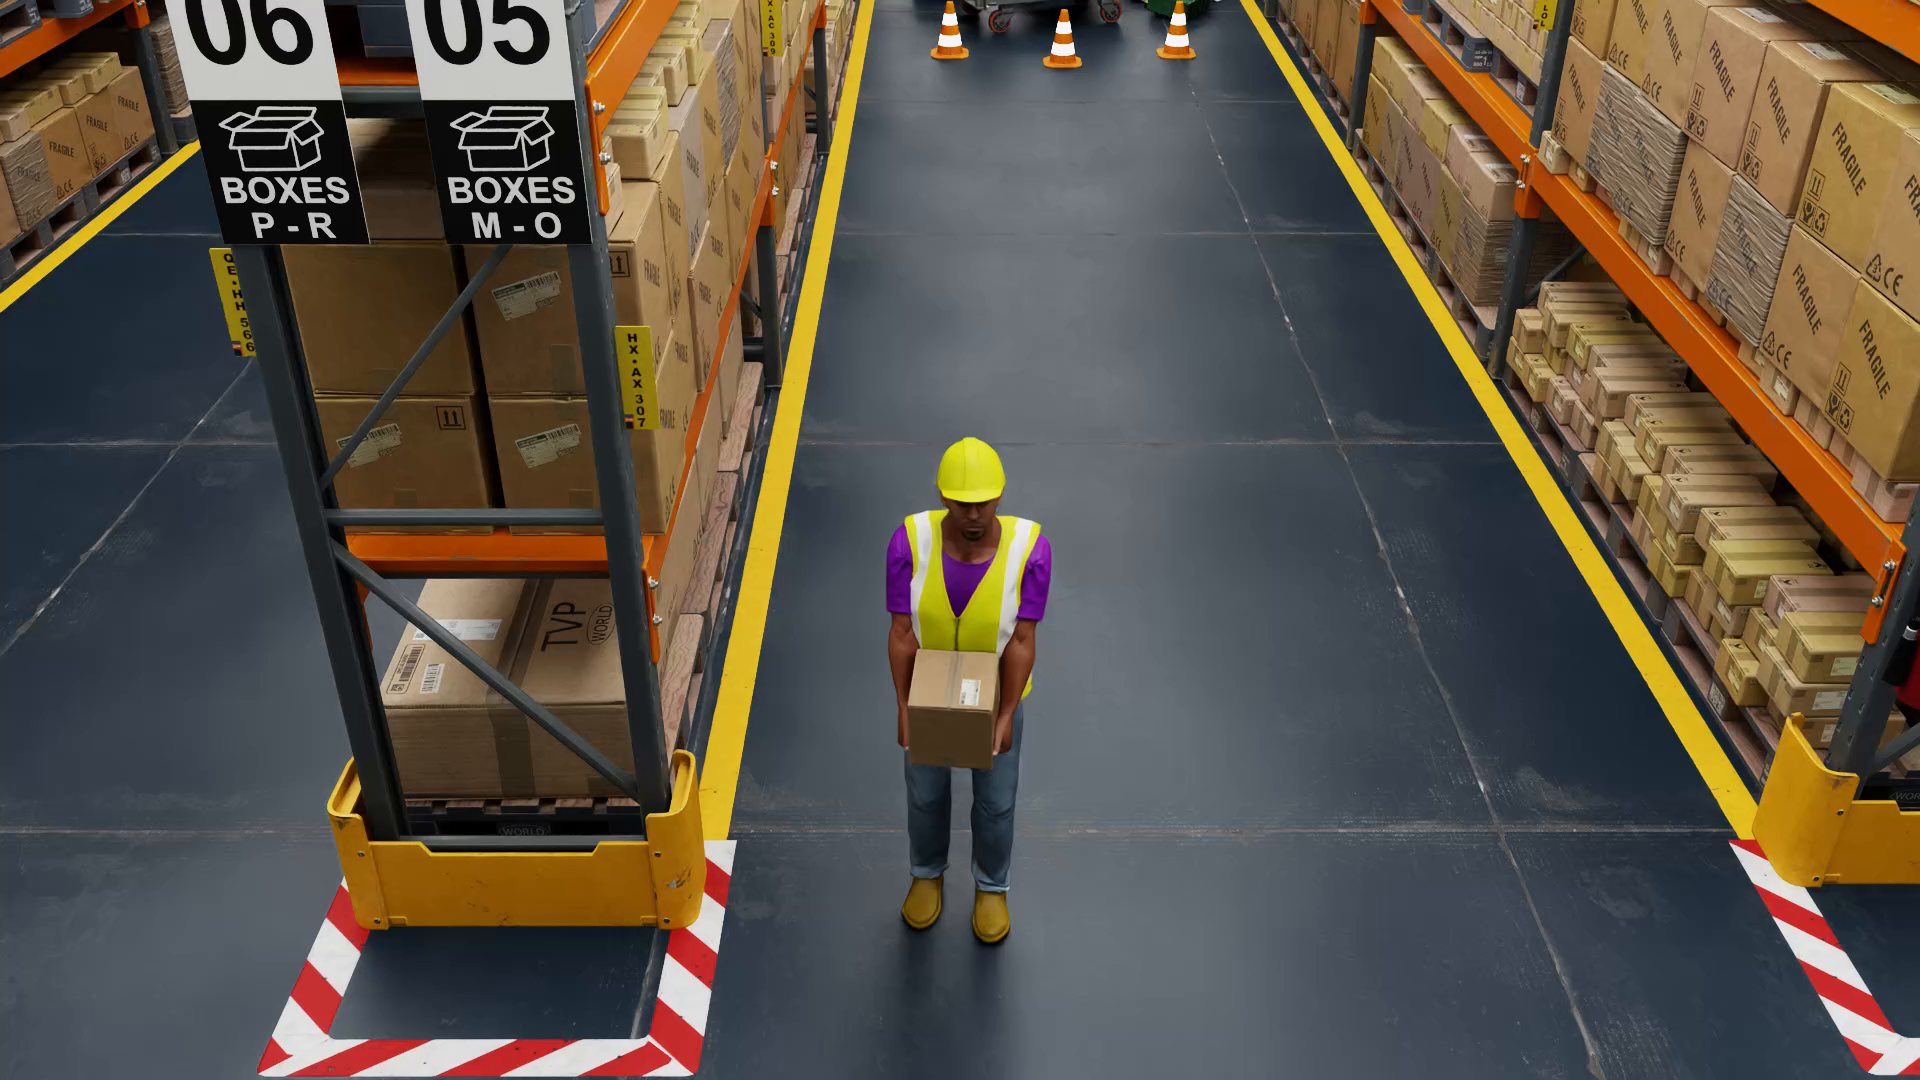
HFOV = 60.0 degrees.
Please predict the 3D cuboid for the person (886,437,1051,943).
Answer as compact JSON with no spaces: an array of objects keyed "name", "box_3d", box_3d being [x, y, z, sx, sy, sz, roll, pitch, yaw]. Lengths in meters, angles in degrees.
[{"name":"person","box_3d":[0.014,0.537,5.232,0.505,1.763,0.567,3,31,5]}]
